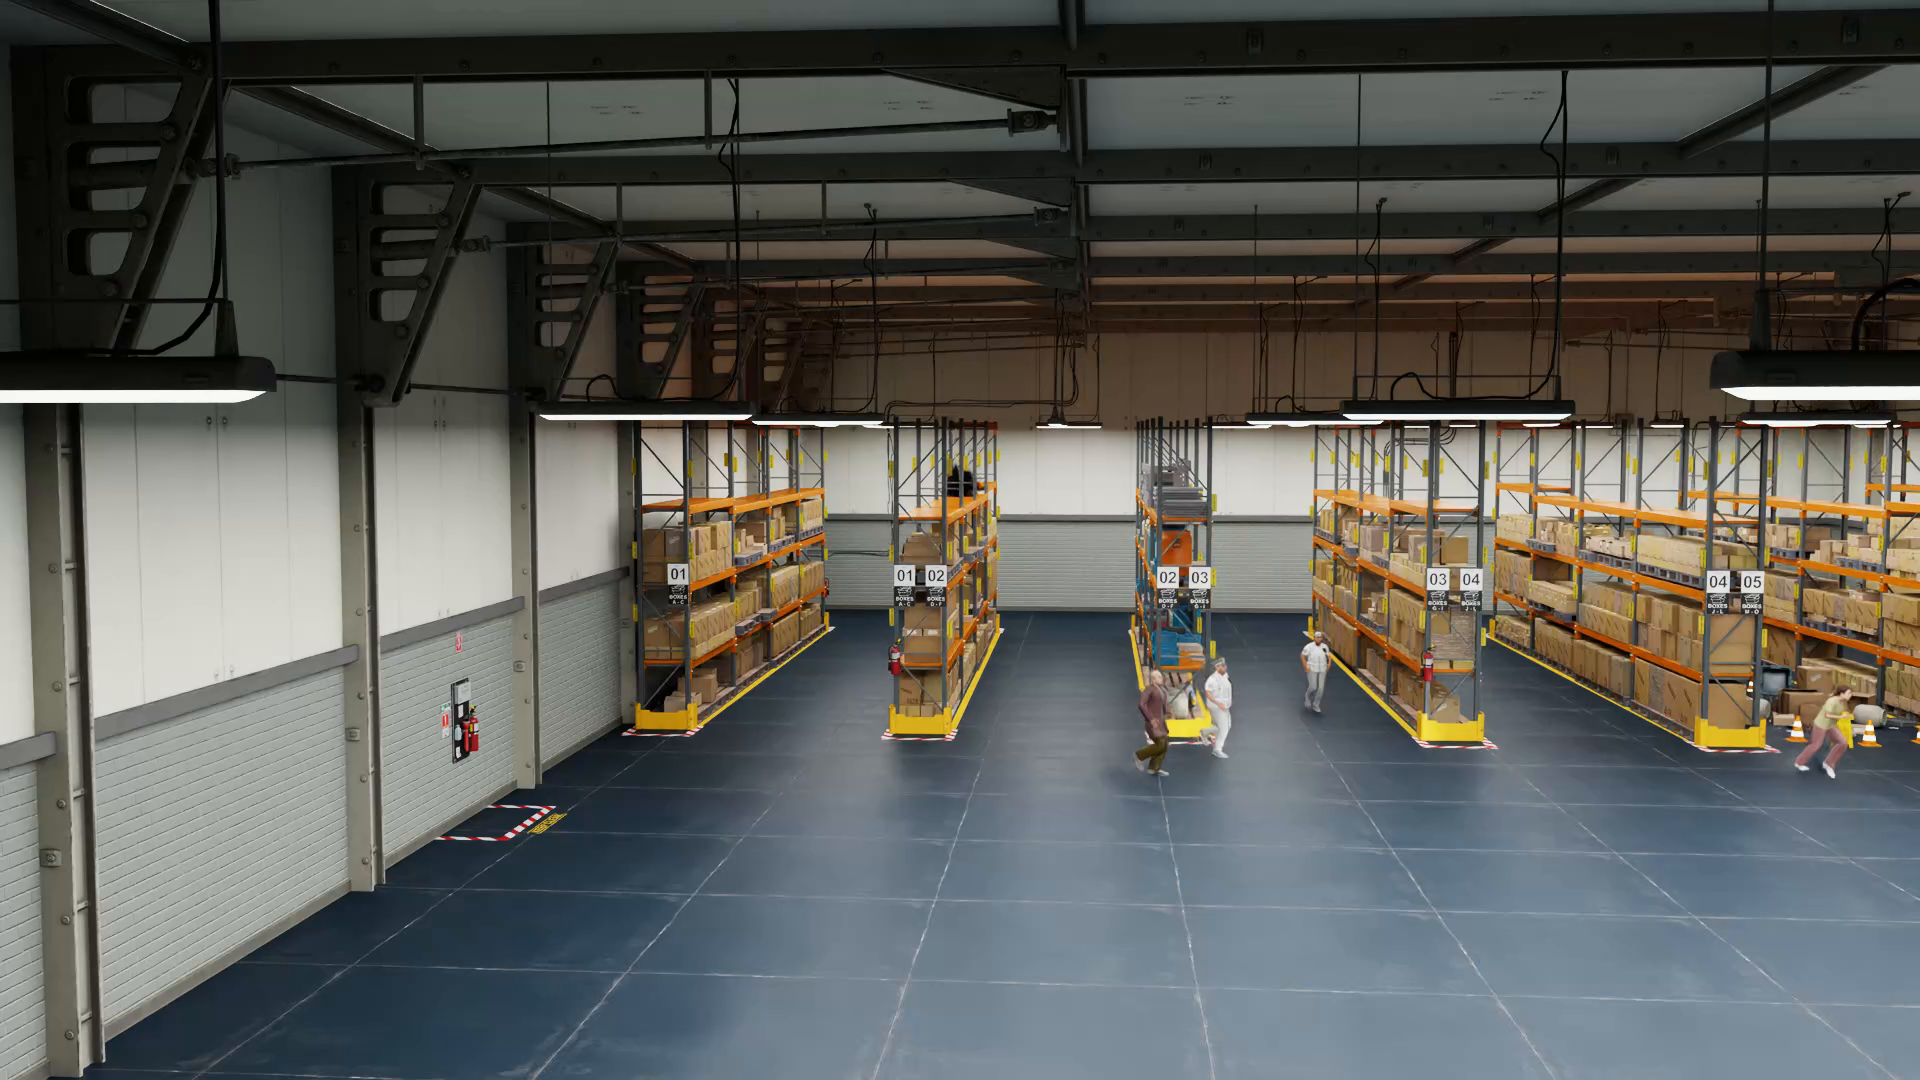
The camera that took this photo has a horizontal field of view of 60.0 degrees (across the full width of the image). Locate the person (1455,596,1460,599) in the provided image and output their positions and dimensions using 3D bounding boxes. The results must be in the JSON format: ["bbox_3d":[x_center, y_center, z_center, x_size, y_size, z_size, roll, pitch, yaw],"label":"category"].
[{"bbox_3d":[13.387,1.952,44.753,0.715,1.717,0.589,1,4,8],"label":"person"}]

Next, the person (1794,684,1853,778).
[{"bbox_3d":[14.378,3.151,27.652,0.611,1.581,0.936,-3,5,-38],"label":"person"}]

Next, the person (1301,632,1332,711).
[{"bbox_3d":[7.326,2.689,34.066,0.618,1.635,0.545,0,4,-6],"label":"person"}]

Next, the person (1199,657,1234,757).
[{"bbox_3d":[4.518,2.939,29.429,0.640,1.776,0.680,3,5,38],"label":"person"}]

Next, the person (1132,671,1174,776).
[{"bbox_3d":[3.219,3.045,27.723,0.635,1.750,0.731,2,4,31],"label":"person"}]
